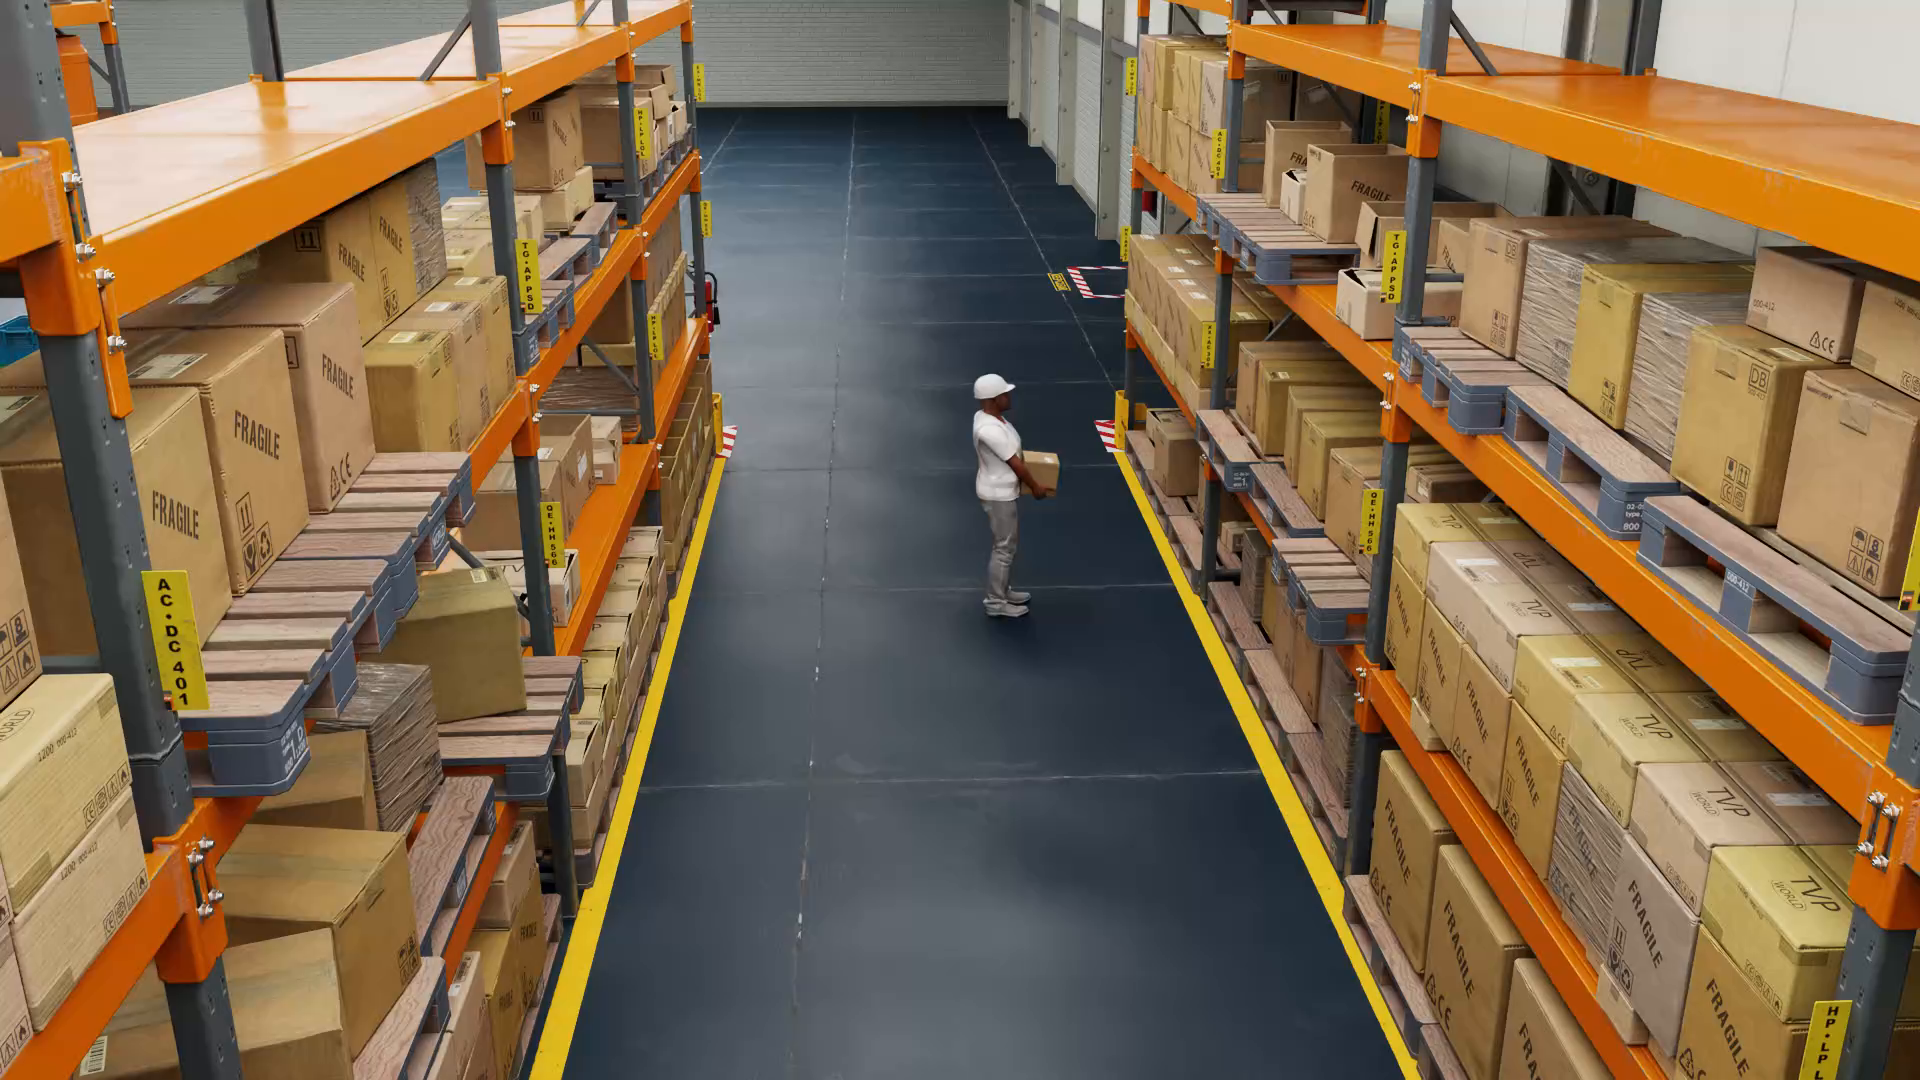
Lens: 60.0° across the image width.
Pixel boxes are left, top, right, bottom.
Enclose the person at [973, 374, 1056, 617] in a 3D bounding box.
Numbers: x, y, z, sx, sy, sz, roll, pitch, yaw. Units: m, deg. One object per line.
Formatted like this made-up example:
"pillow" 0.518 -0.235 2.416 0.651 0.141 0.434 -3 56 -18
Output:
"person" 0.380 -0.333 11.953 0.587 1.760 0.503 -1 20 -2
